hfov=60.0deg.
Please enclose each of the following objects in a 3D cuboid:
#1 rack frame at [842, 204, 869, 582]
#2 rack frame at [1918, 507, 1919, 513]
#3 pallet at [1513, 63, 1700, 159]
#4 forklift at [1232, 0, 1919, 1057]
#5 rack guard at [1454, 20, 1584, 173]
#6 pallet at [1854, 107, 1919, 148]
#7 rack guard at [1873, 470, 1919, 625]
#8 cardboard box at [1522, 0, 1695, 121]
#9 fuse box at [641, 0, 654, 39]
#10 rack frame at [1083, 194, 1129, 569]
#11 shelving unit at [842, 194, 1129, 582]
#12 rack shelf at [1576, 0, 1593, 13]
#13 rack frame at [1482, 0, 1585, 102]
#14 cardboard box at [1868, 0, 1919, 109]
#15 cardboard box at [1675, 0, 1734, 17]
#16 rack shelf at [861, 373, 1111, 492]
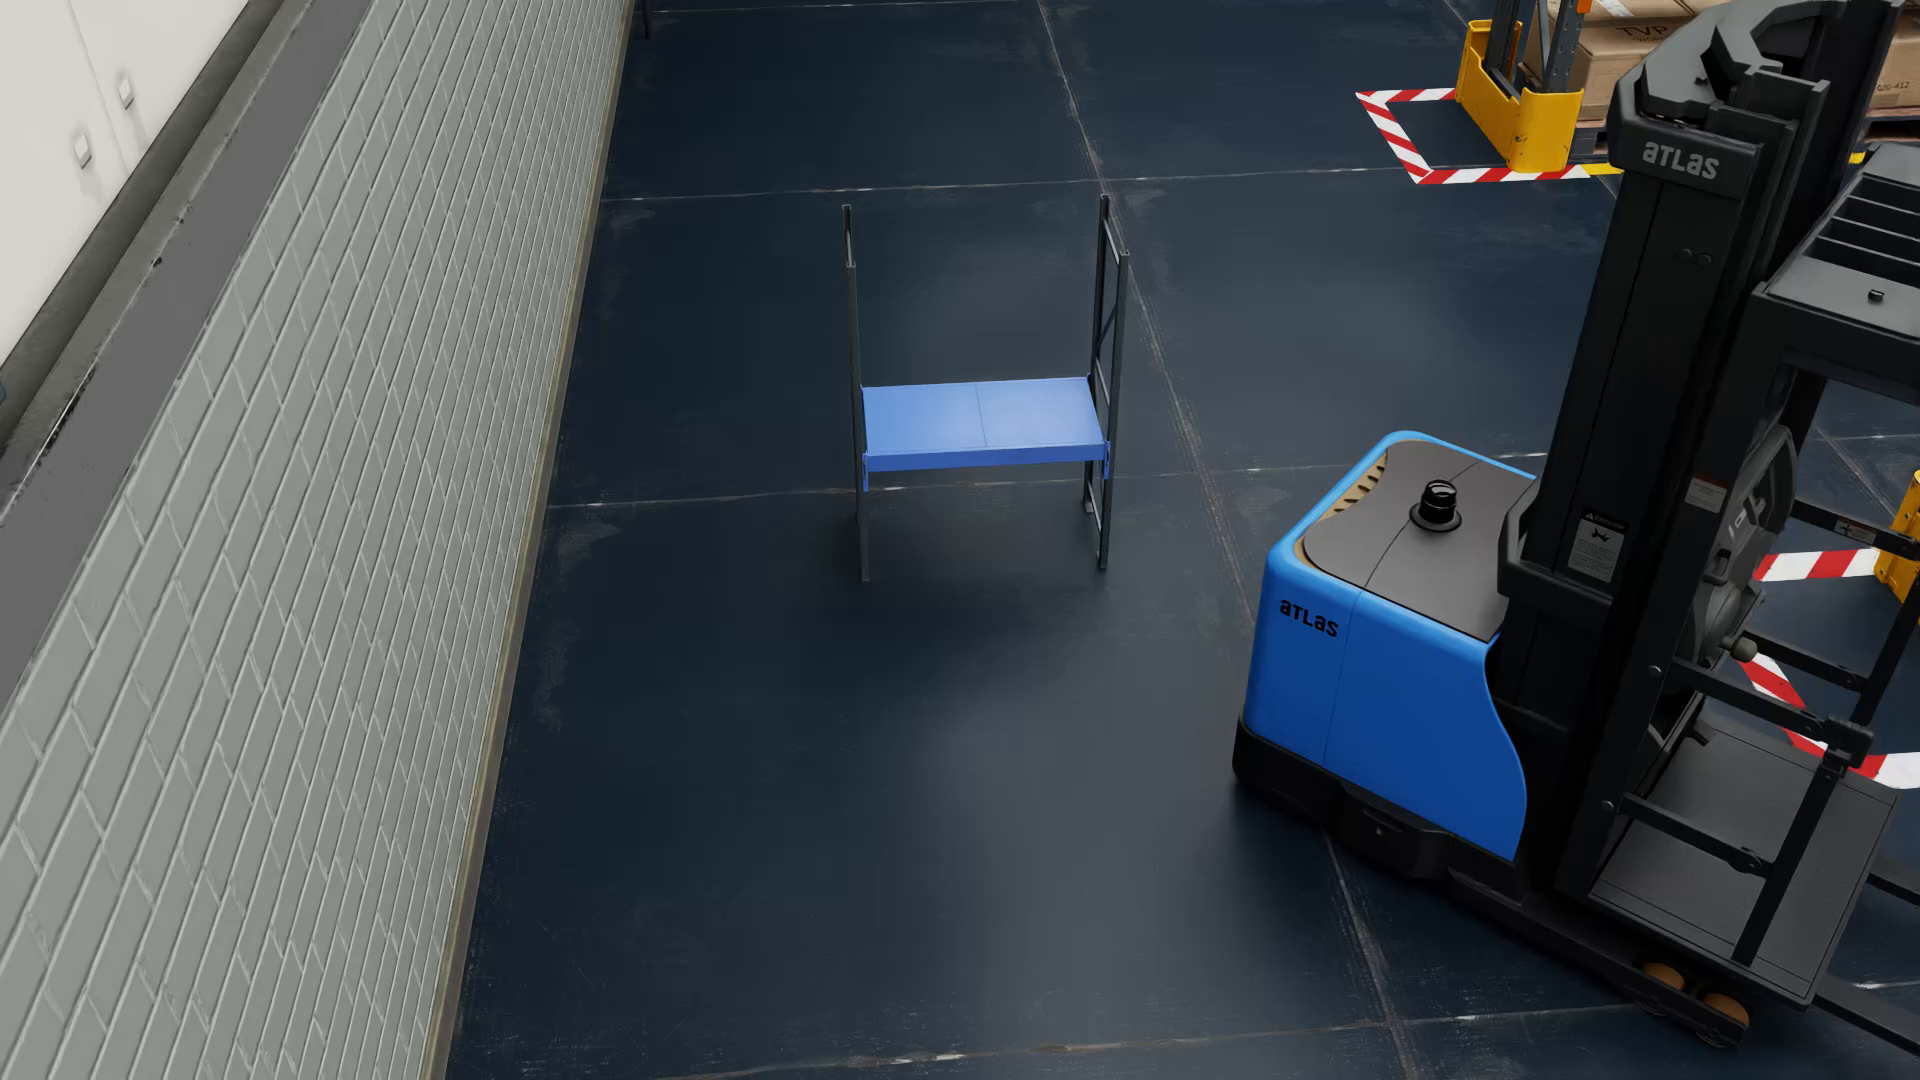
[{"bbox_3d":[-0.421,-0.566,6.756,0.032,1.500,0.500,-3,38,-4],"label":"rack frame"},{"bbox_3d":[4.029,-0.716,5.736,0.127,3.000,1.000,-3,38,-4],"label":"rack frame"},{"bbox_3d":[4.279,-2.762,10.580,1.213,0.211,1.003,-3,38,-4],"label":"pallet"},{"bbox_3d":[2.469,0.066,4.800,3.031,2.935,1.130,26,45,29],"label":"forklift"},{"bbox_3d":[3.466,-2.782,10.372,0.348,0.500,1.175,-3,38,-4],"label":"rack guard"},{"bbox_3d":[5.492,-2.827,10.662,1.213,0.211,1.003,-3,38,-4],"label":"pallet"},{"bbox_3d":[4.105,0.261,6.515,0.348,0.500,1.175,-3,38,-4],"label":"rack guard"},{"bbox_3d":[4.138,-3.021,10.387,0.875,0.438,0.875,-4,38,-6],"label":"cardboard box"},{"bbox_3d":[-2.165,-4.239,11.241,0.414,1.711,0.539,-3,38,-4],"label":"fuse box"},{"bbox_3d":[0.591,-0.621,6.827,0.032,1.500,0.500,-3,38,-4],"label":"rack frame"},{"bbox_3d":[0.085,-0.593,6.791,1.048,1.500,0.538,-3,38,-4],"label":"shelving unit"},{"bbox_3d":[5.482,-3.592,9.961,4.000,0.370,1.077,-3,38,-4],"label":"rack shelf"},{"bbox_3d":[3.490,-3.764,9.599,0.127,3.000,1.000,-3,38,-4],"label":"rack frame"},{"bbox_3d":[5.948,-3.125,10.519,0.875,0.438,0.875,-4,38,-5],"label":"cardboard box"},{"bbox_3d":[5.049,-3.077,10.457,0.875,0.438,0.875,-2,38,-3],"label":"cardboard box"},{"bbox_3d":[0.085,-0.452,6.903,1.000,0.185,0.538,-3,38,-4],"label":"rack shelf"}]
